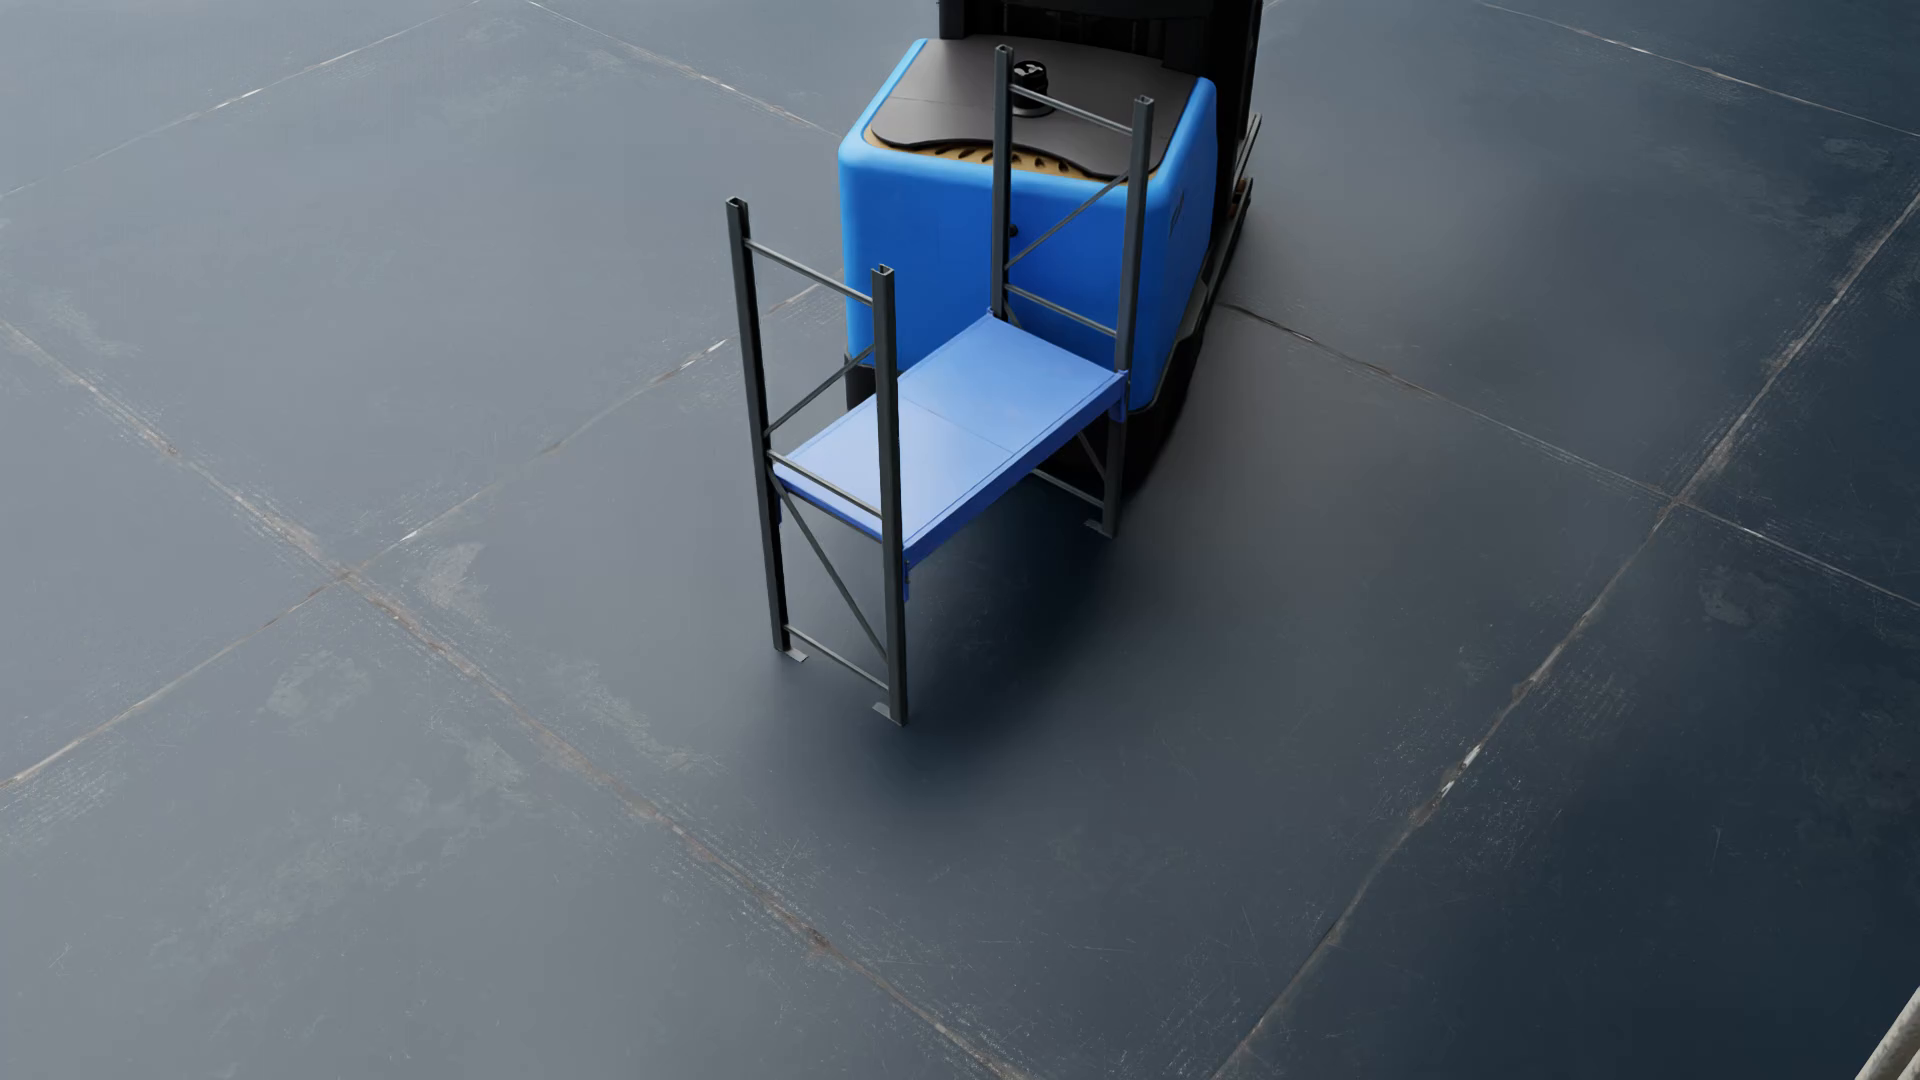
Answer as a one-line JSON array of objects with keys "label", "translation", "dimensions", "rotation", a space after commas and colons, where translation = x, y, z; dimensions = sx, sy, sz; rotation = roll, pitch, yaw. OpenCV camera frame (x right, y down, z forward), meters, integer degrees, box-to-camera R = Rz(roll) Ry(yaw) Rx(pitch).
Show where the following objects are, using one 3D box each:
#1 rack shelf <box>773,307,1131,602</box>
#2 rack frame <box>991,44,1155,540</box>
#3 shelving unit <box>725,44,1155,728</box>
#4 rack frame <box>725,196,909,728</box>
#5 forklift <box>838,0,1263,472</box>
[{"label": "rack shelf", "translation": [-0.026, -0.273, 4.702], "dimensions": [0.538, 0.185, 1.000], "rotation": [29, 50, 28]}, {"label": "rack frame", "translation": [0.296, -0.670, 4.872], "dimensions": [0.500, 1.500, 0.032], "rotation": [29, 50, 28]}, {"label": "shelving unit", "translation": [-0.026, -0.406, 4.581], "dimensions": [0.538, 1.500, 1.048], "rotation": [29, 50, 28]}, {"label": "rack frame", "translation": [-0.348, -0.141, 4.290], "dimensions": [0.500, 1.500, 0.032], "rotation": [29, 50, 28]}, {"label": "forklift", "translation": [0.537, -2.309, 5.610], "dimensions": [1.130, 2.935, 3.031], "rotation": [12, 44, 13]}]
